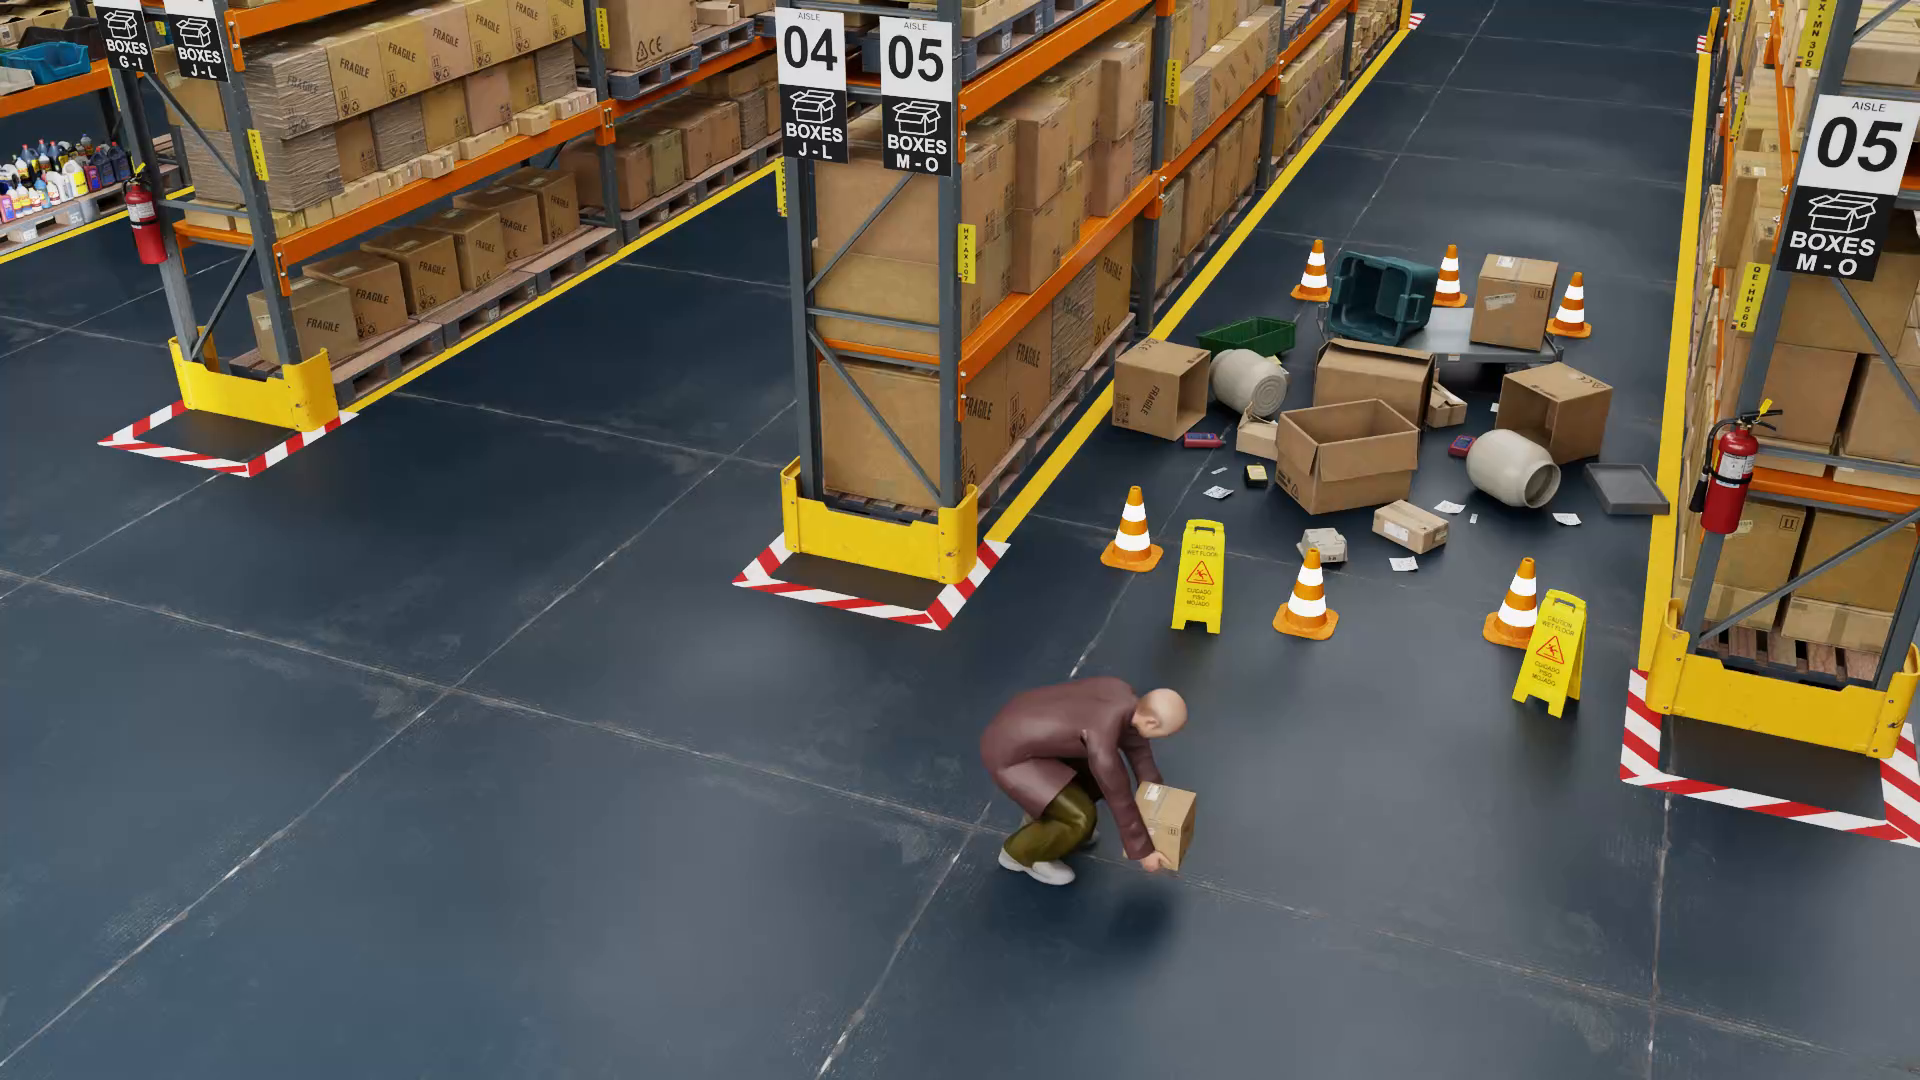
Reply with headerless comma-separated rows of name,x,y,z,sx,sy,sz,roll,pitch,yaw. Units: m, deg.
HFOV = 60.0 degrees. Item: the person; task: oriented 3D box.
person,0.503,1.053,7.385,0.849,0.953,0.586,10,31,18
